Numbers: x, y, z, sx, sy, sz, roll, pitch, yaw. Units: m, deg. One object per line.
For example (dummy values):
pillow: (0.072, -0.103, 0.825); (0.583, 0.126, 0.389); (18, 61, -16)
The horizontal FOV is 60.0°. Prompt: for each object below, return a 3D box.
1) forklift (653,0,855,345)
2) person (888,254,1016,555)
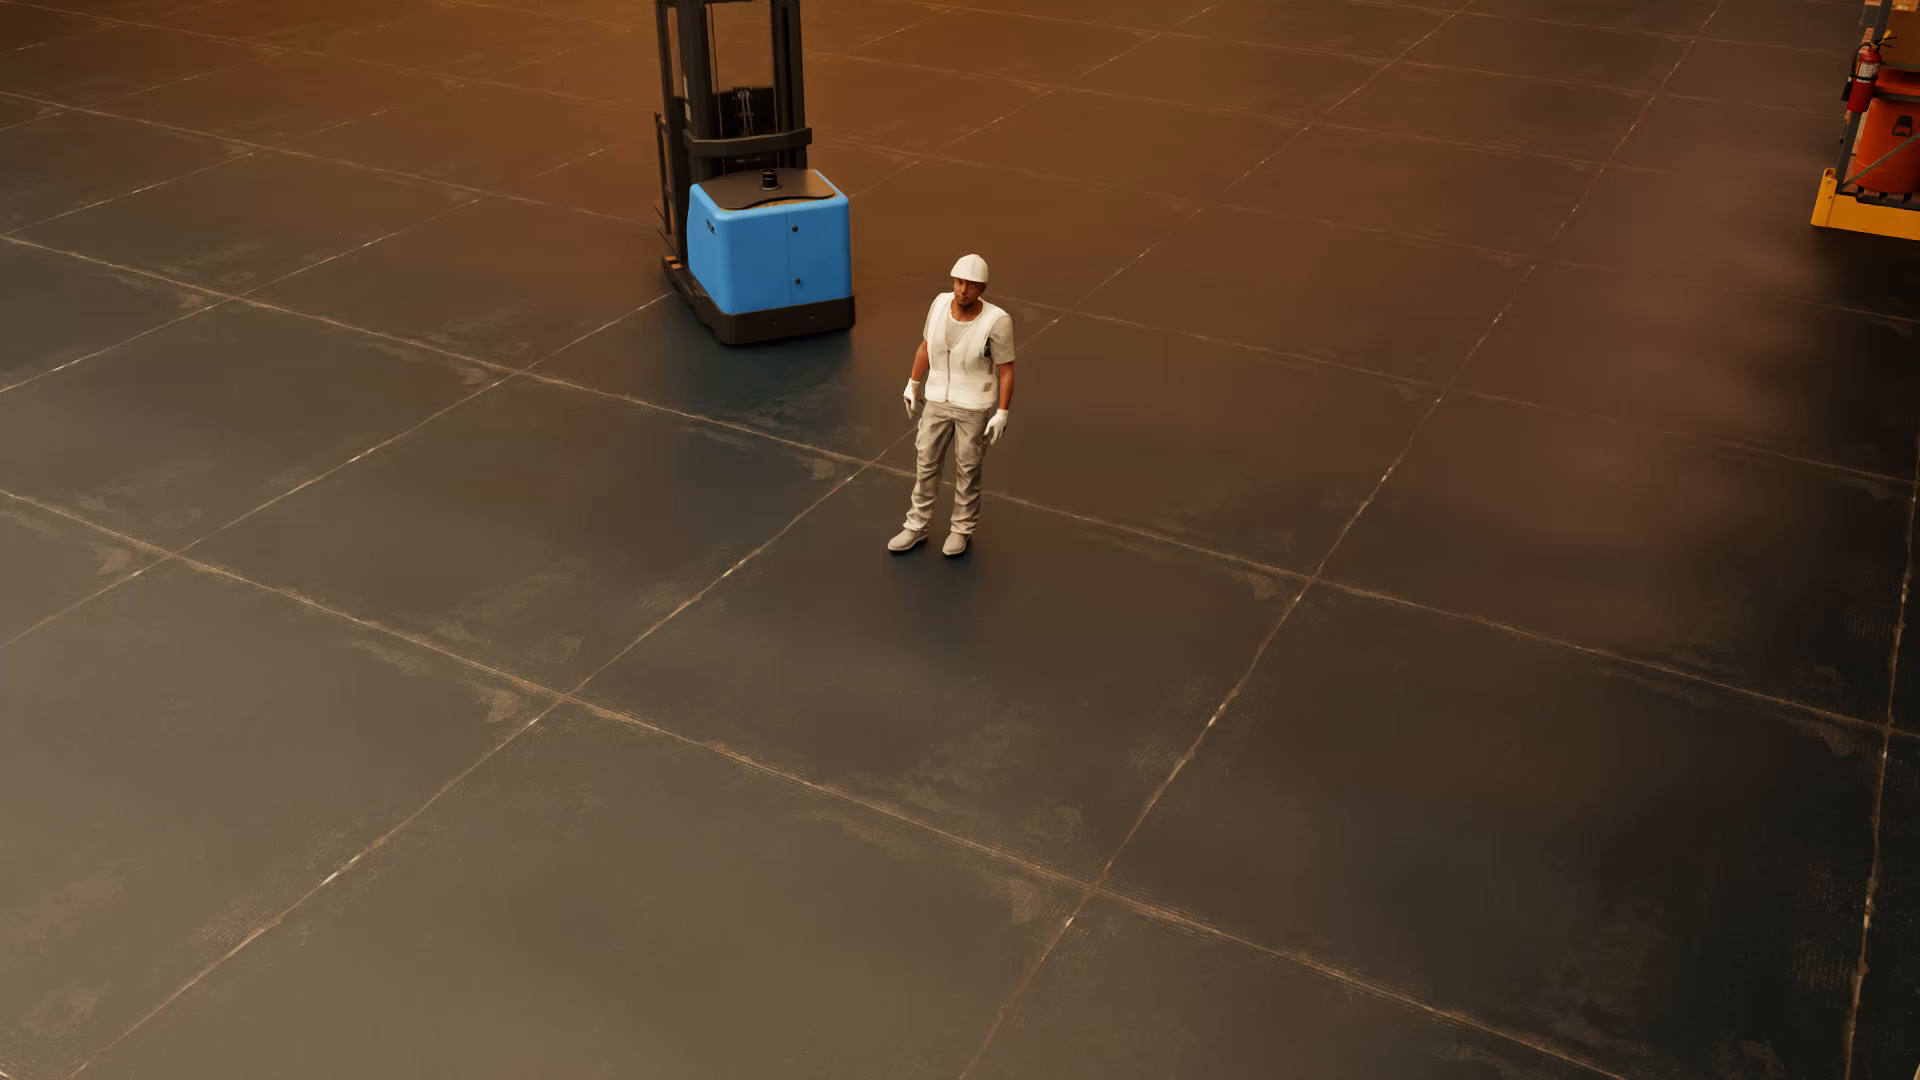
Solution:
forklift: (-1.831, -3.442, 13.034); (1.130, 2.935, 3.031); (-12, 32, -19)
person: (-0.042, -0.749, 9.502); (0.657, 1.785, 0.575); (15, 33, 25)
